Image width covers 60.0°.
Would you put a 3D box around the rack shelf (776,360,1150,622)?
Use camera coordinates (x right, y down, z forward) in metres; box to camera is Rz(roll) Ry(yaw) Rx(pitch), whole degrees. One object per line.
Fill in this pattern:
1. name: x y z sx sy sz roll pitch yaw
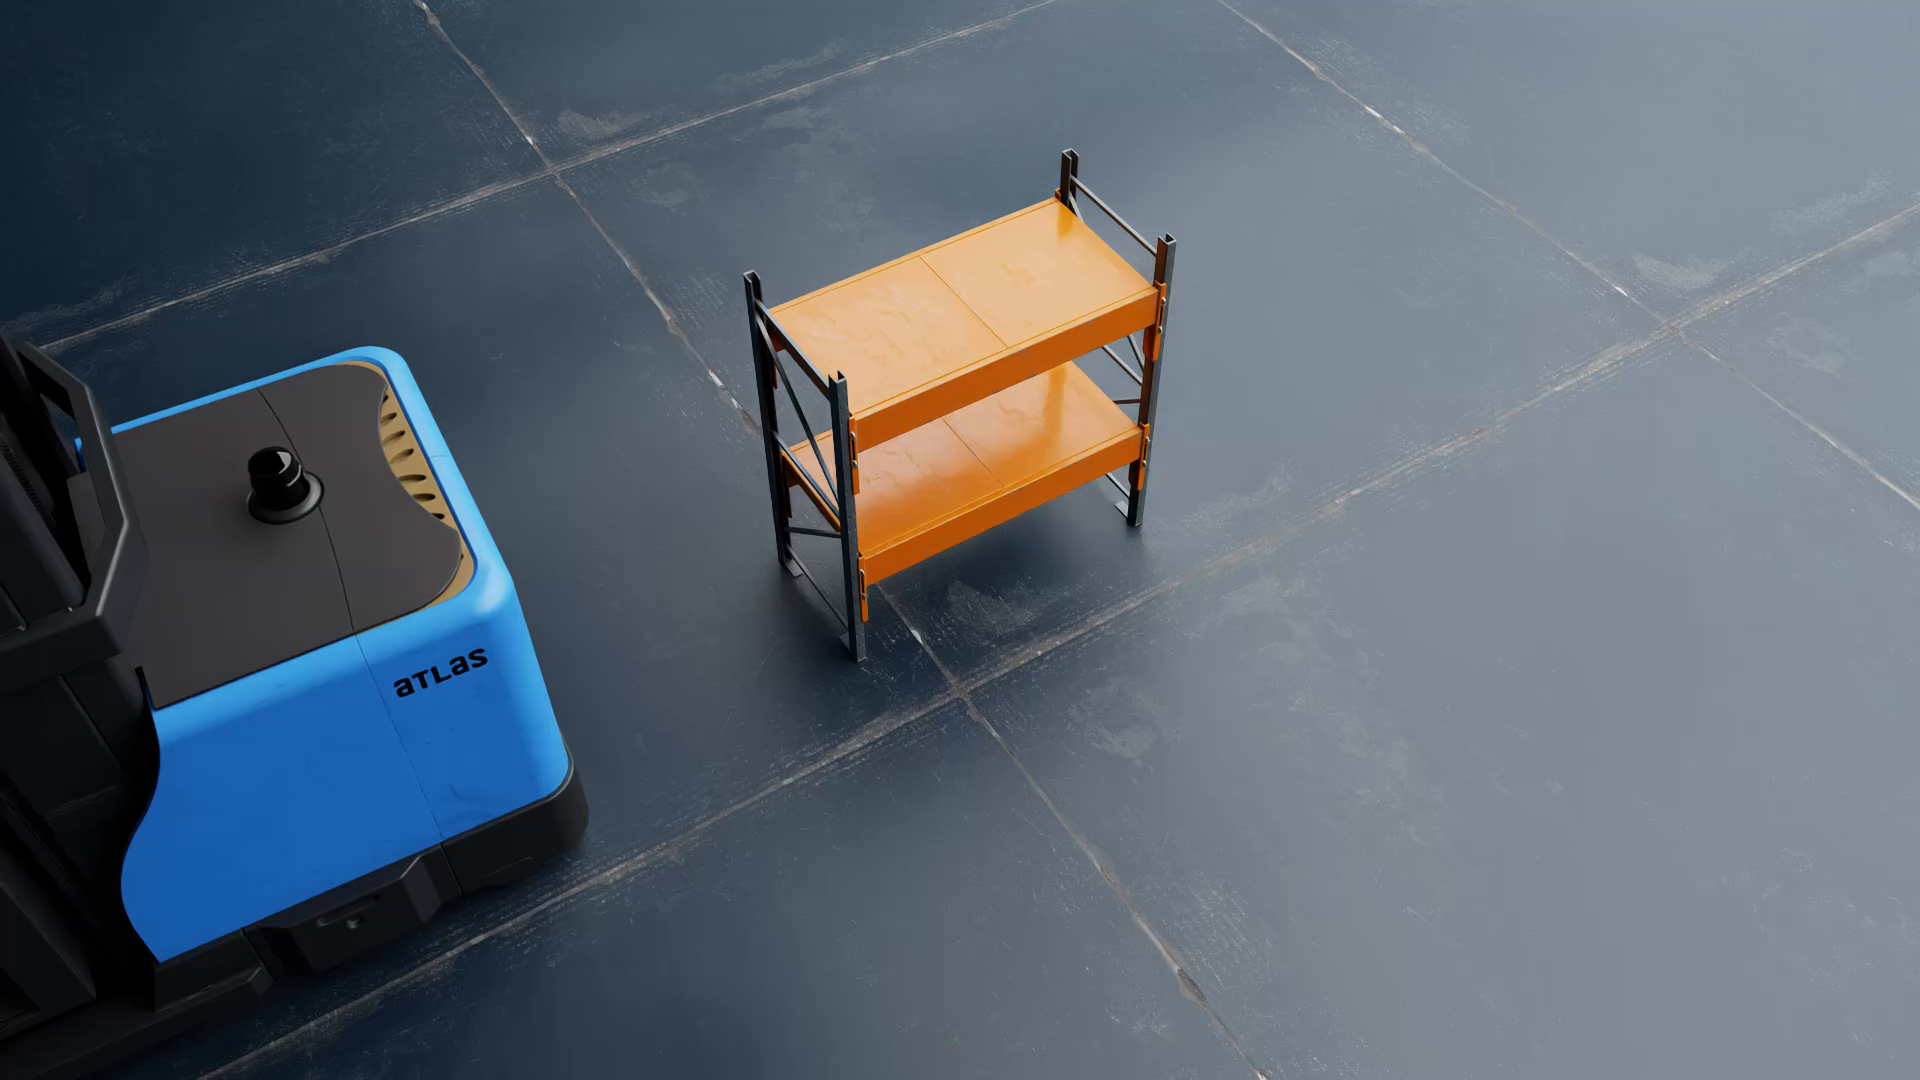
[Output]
1. rack shelf: 0.006 -0.214 5.015 1.000 0.278 0.538 -25 53 -21

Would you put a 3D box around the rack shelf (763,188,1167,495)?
1. rack shelf: 0.006 -0.571 4.614 1.000 0.278 0.538 -25 53 -21

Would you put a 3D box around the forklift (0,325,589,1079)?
1. forklift: -2.541 0.065 3.230 3.031 2.935 1.130 -22 52 -19

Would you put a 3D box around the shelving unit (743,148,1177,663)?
1. shelving unit: 0.006 -0.377 4.832 1.048 1.125 0.538 -25 53 -21

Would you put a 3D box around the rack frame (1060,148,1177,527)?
1. rack frame: 0.436 -0.579 5.013 0.032 1.125 0.500 -25 53 -21

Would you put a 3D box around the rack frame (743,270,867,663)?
1. rack frame: -0.424 -0.174 4.652 0.032 1.125 0.500 -25 53 -21
